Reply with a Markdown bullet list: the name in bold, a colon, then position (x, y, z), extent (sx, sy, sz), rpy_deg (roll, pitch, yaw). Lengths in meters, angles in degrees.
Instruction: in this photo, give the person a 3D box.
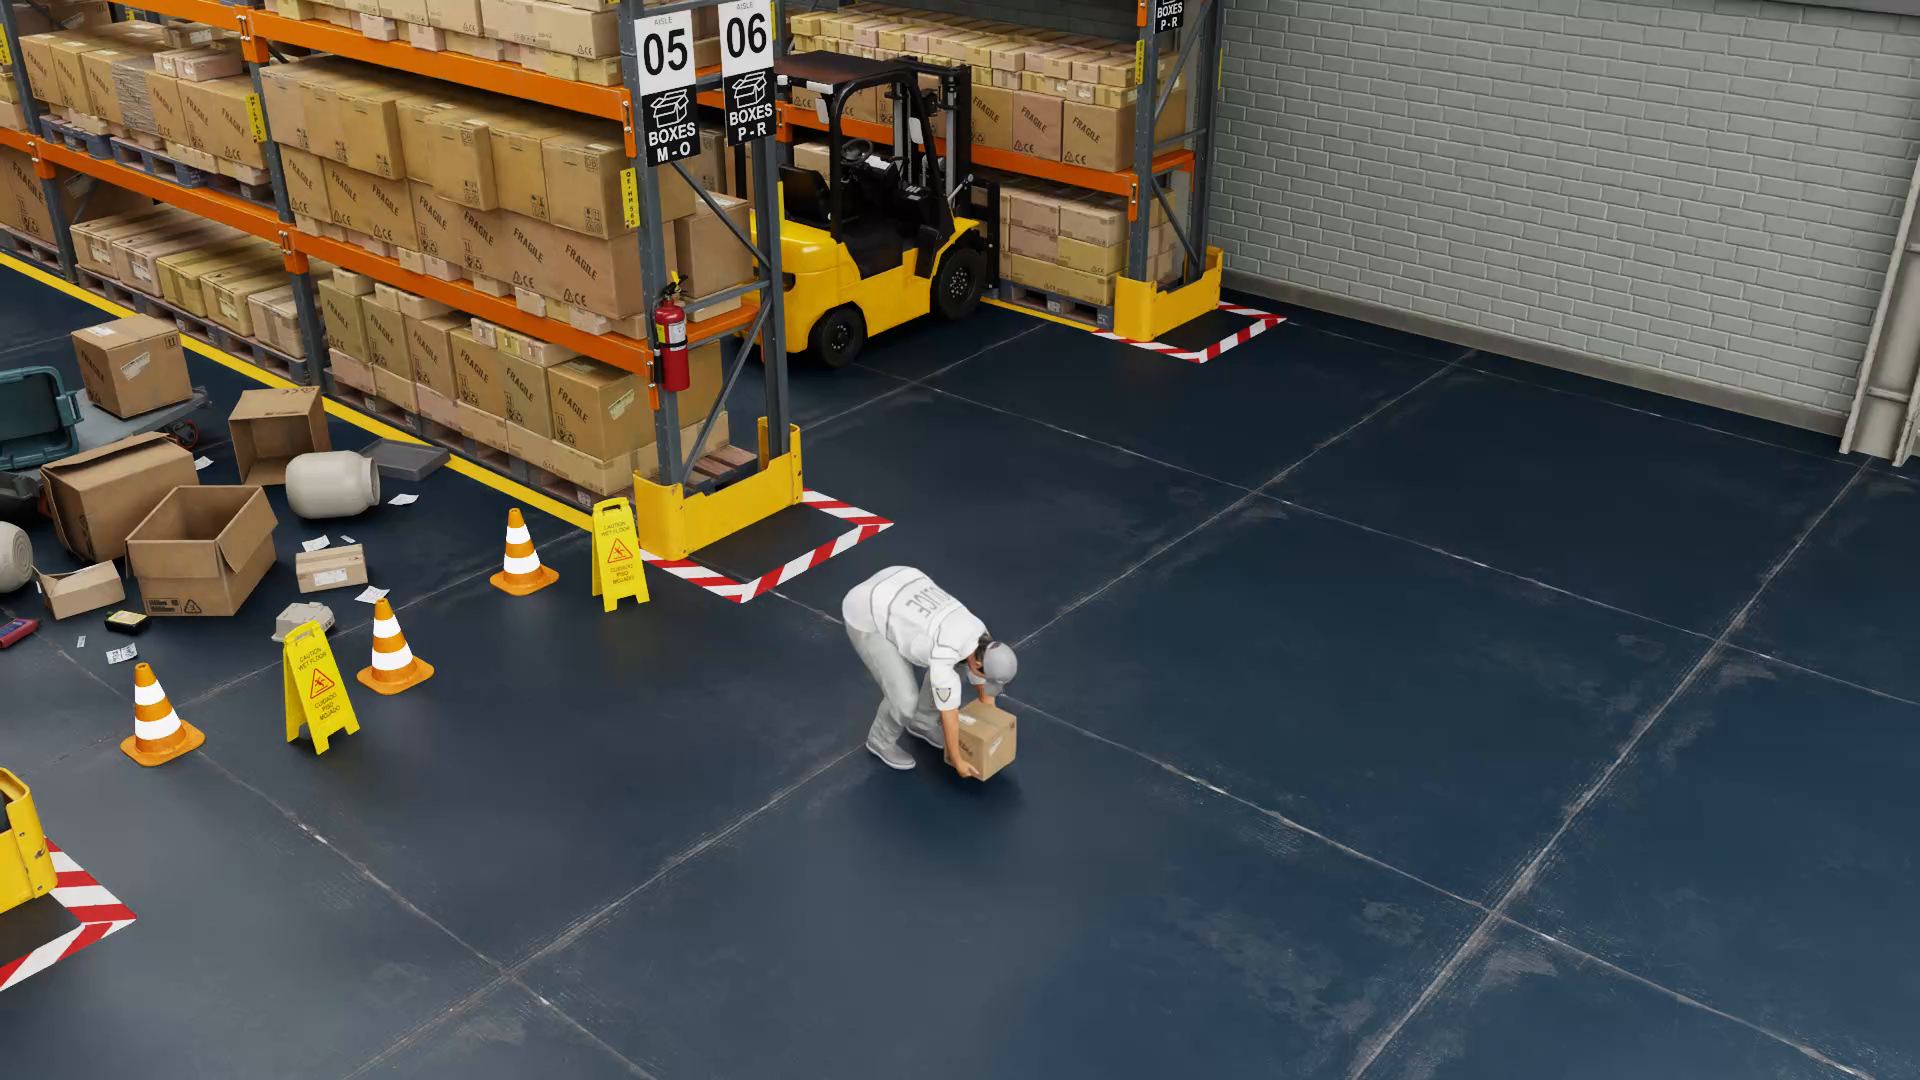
- **person**: position (-0.131, 0.663, 8.103), extent (0.940, 0.966, 0.496), rpy_deg (19, 33, 32)
